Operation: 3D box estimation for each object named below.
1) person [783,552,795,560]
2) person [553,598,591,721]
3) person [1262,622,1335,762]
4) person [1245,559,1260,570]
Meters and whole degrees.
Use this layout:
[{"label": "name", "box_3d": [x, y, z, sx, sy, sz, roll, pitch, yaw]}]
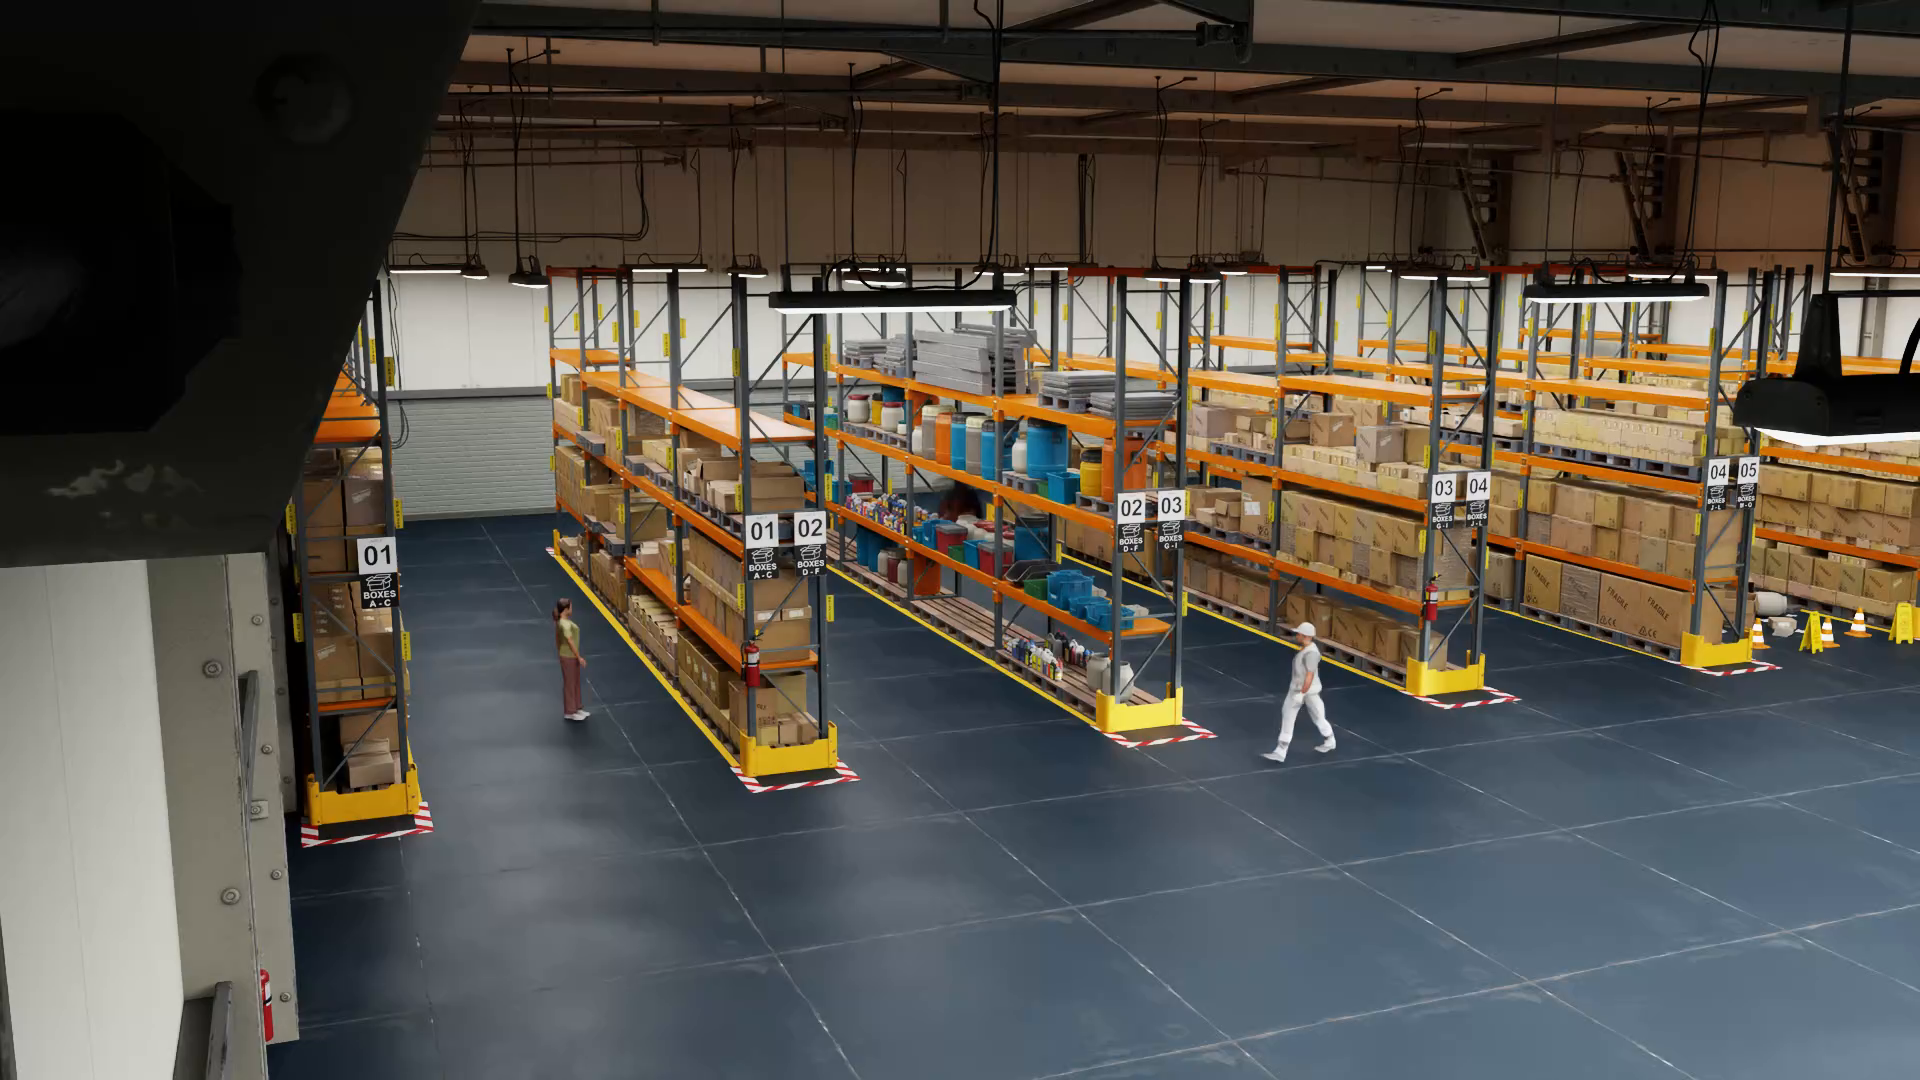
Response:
[{"label": "person", "box_3d": [-3.328, -0.072, 32.199, 0.564, 1.543, 0.938, -1, 10, -6]}, {"label": "person", "box_3d": [-5.286, 1.619, 22.611, 0.456, 1.712, 0.509, -1, 10, -3]}, {"label": "person", "box_3d": [4.287, 1.893, 20.744, 1.053, 1.749, 0.480, -9, 13, -42]}, {"label": "person", "box_3d": [5.822, -0.118, 32.609, 0.531, 1.692, 0.406, 5, 11, 25]}]
